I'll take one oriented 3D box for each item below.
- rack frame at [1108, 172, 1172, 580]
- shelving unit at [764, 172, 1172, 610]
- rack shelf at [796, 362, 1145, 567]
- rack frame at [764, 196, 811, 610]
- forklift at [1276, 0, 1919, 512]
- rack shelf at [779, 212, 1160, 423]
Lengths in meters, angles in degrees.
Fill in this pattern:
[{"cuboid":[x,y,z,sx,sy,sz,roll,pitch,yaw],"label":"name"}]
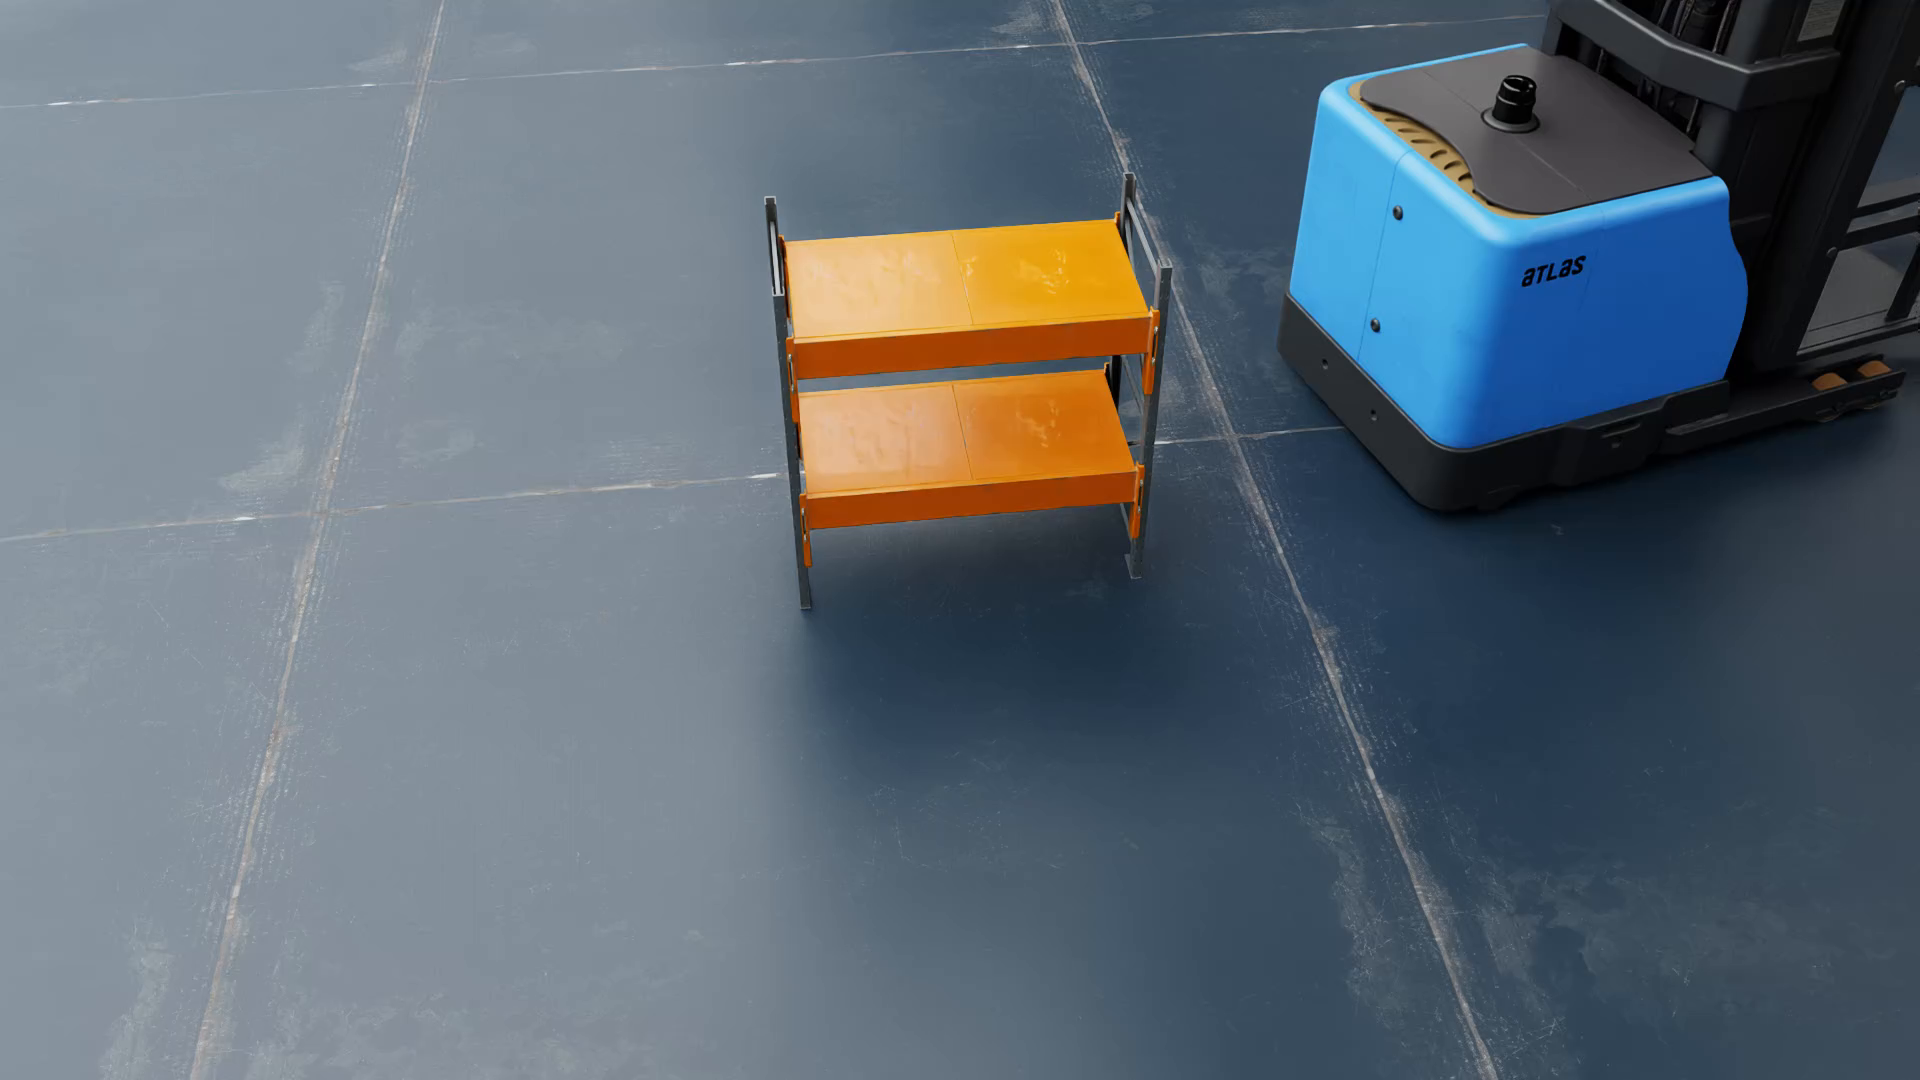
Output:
[{"cuboid":[0.511,-0.462,4.923,0.032,1.125,0.500,-5,42,-6],"label":"rack frame"},{"cuboid":[0.007,-0.418,4.874,1.048,1.125,0.538,-5,42,-6],"label":"shelving unit"},{"cuboid":[0.007,-0.237,5.038,1.000,0.278,0.538,-5,42,-6],"label":"rack shelf"},{"cuboid":[-0.497,-0.374,4.825,0.032,1.125,0.500,-5,42,-6],"label":"rack frame"},{"cuboid":[2.692,-1.806,5.064,3.031,2.935,1.130,-15,44,-16],"label":"forklift"},{"cuboid":[0.007,-0.636,4.678,1.000,0.278,0.538,-5,42,-6],"label":"rack shelf"}]
